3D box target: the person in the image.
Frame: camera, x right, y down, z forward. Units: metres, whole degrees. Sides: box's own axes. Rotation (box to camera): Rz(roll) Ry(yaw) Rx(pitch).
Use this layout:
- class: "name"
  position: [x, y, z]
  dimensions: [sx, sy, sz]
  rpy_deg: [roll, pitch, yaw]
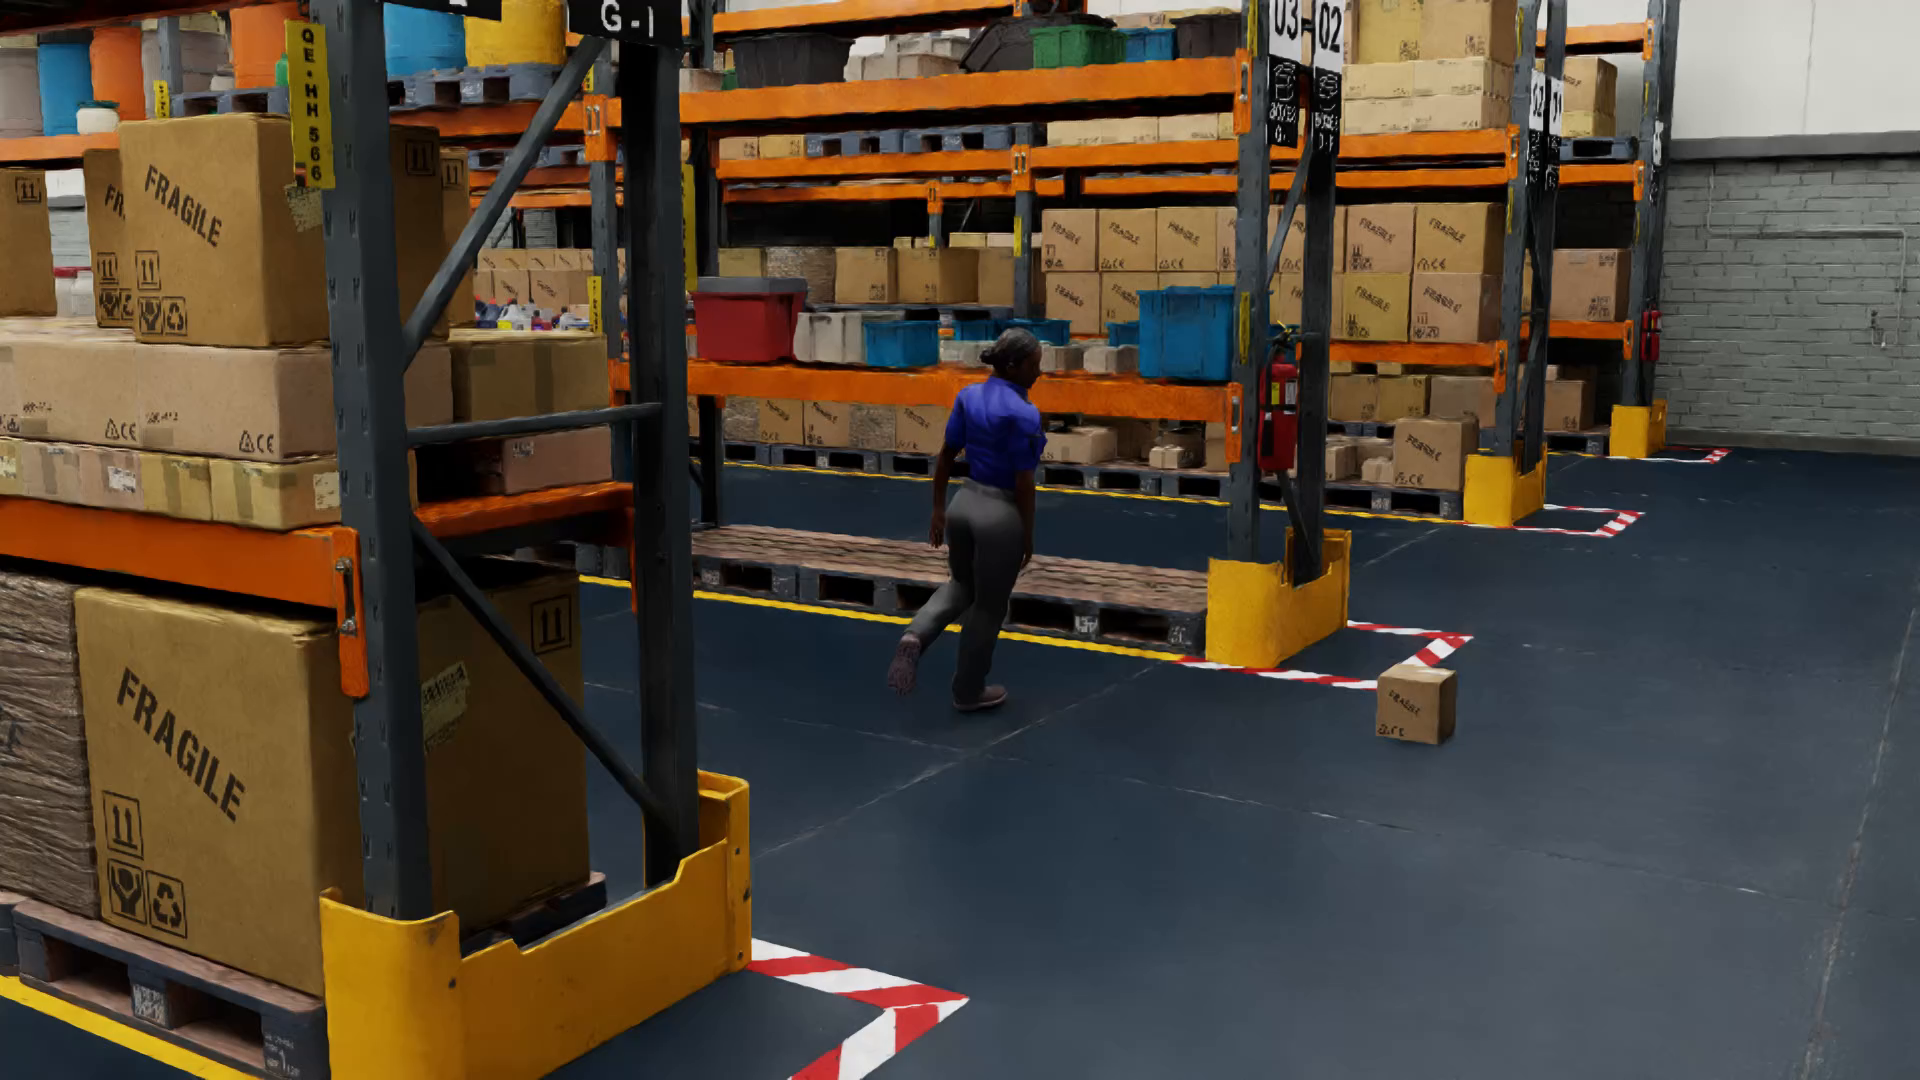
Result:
- class: "person"
  position: [0.088, -0.058, 6.772]
  dimensions: [0.563, 1.614, 0.614]
  rpy_deg: [8, 13, 41]
